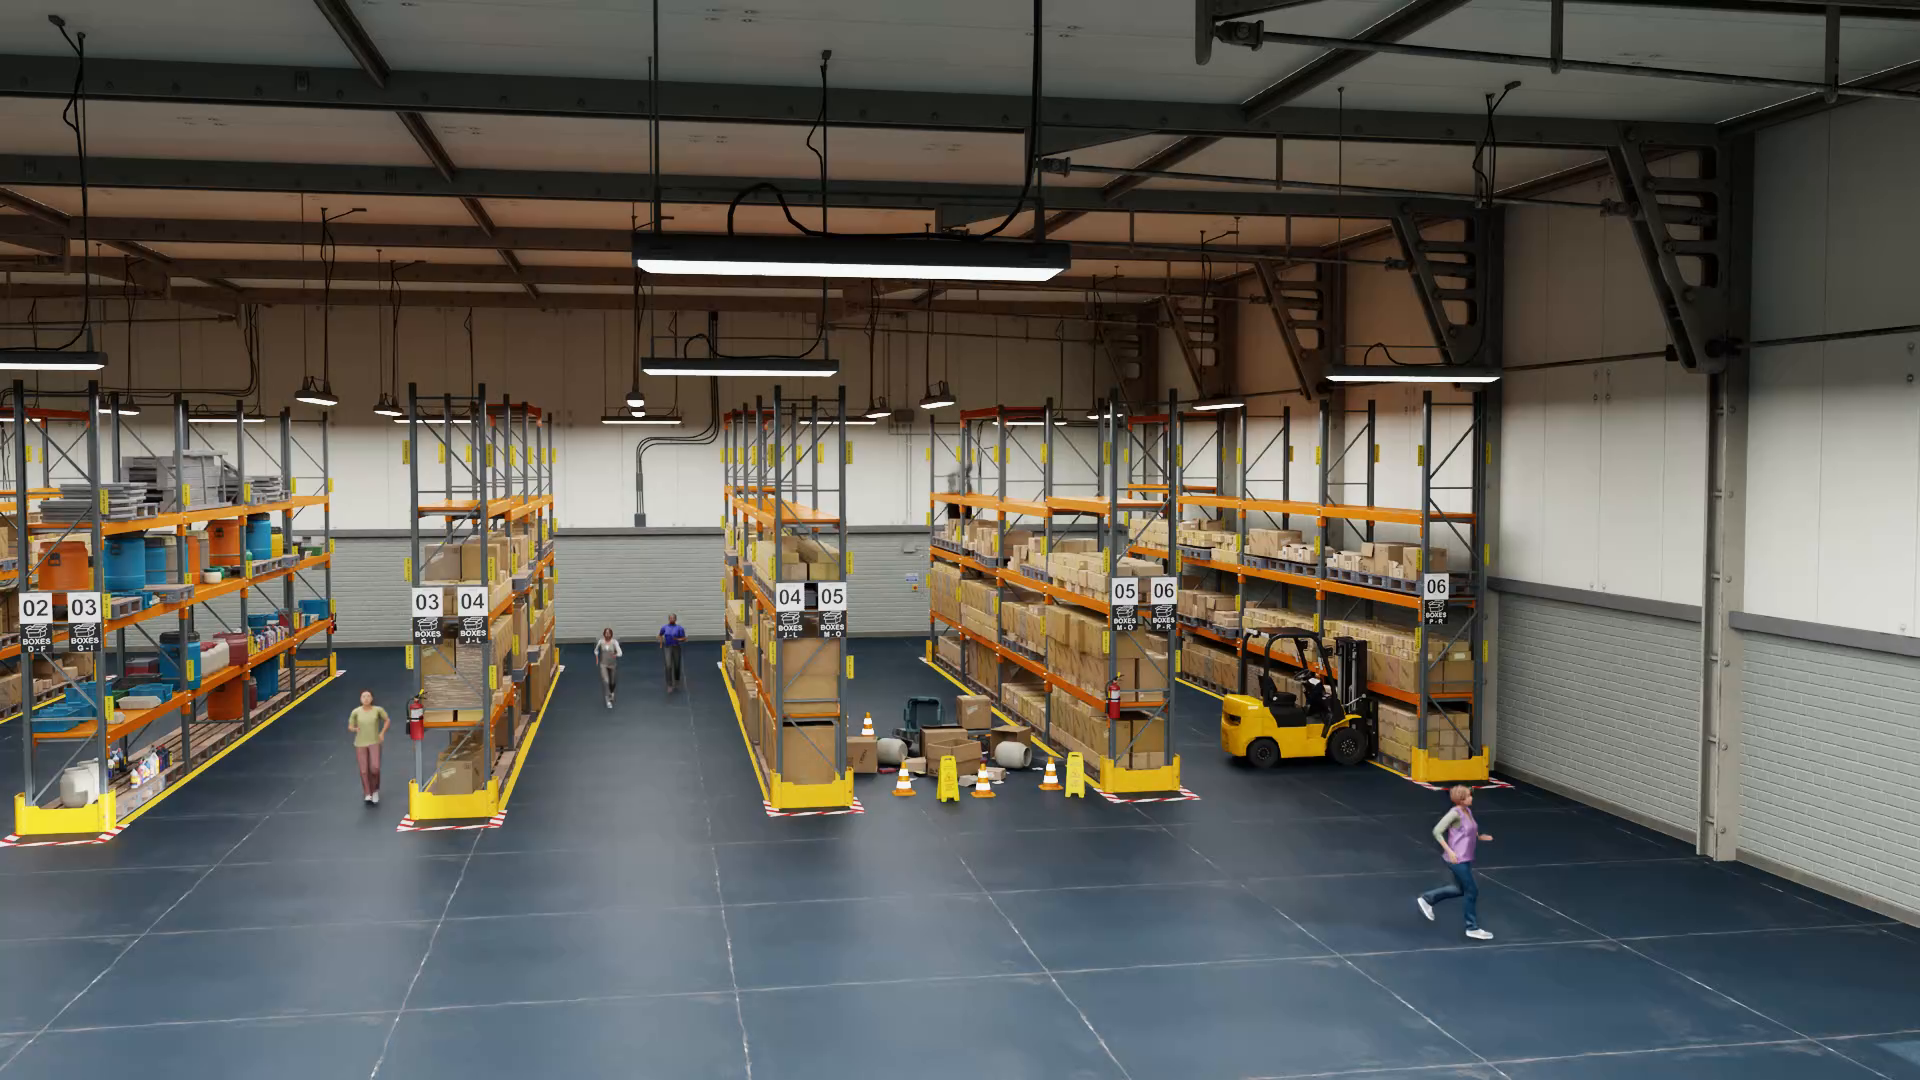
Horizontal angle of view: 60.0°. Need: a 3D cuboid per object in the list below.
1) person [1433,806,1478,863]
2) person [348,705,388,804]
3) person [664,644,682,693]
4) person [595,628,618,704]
[{"bbox_3d":[5.168,3.042,17.270,0.377,0.573,0.538,2,3,34],"label":"person"},{"bbox_3d":[-8.519,3.085,23.943,0.530,1.401,0.412,-1,3,-16],"label":"person"},{"bbox_3d":[-6.089,2.688,35.249,0.373,1.009,0.914,-1,3,-10],"label":"person"},{"bbox_3d":[-7.019,2.488,33.097,0.484,1.505,0.747,-1,3,-12],"label":"person"}]
